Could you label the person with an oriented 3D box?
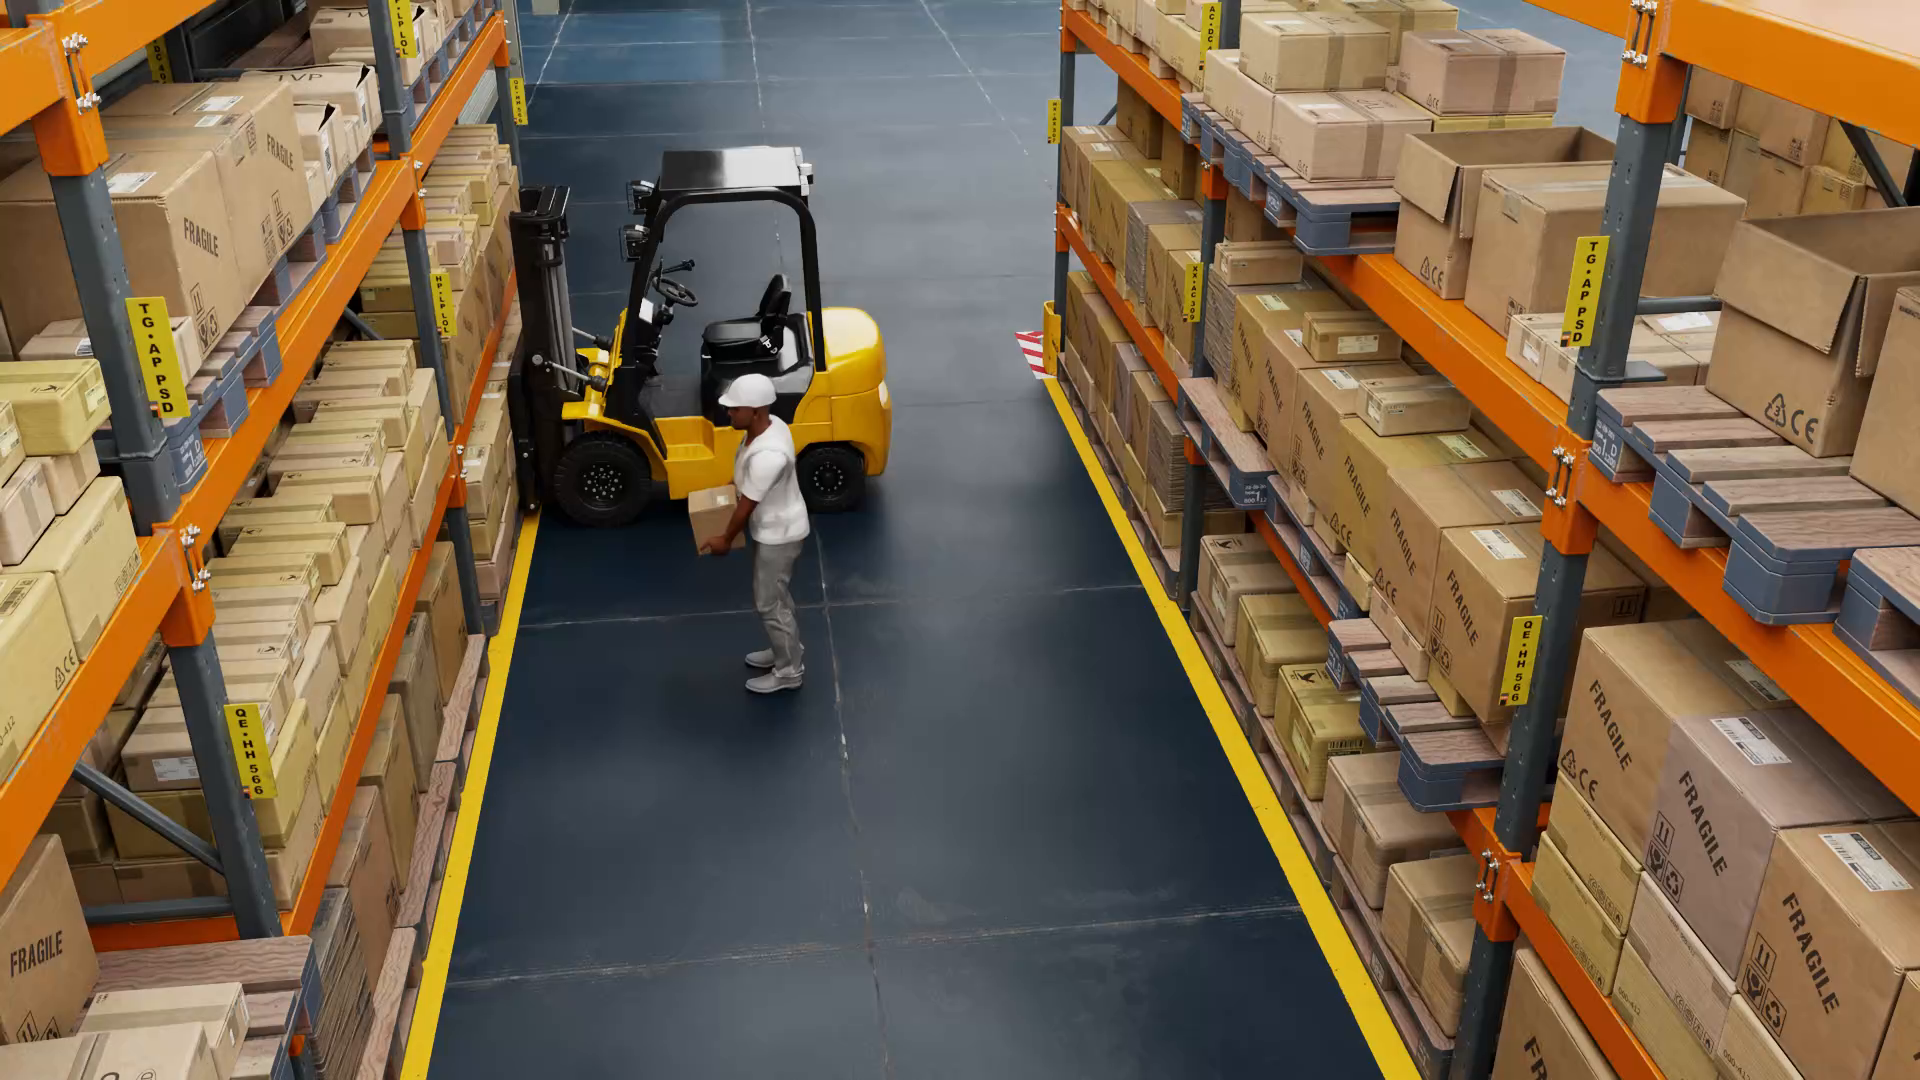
[{"bbox_3d":[-1.072,-0.037,8.673,0.575,1.756,0.505,-4,27,-8],"label":"person"}]
